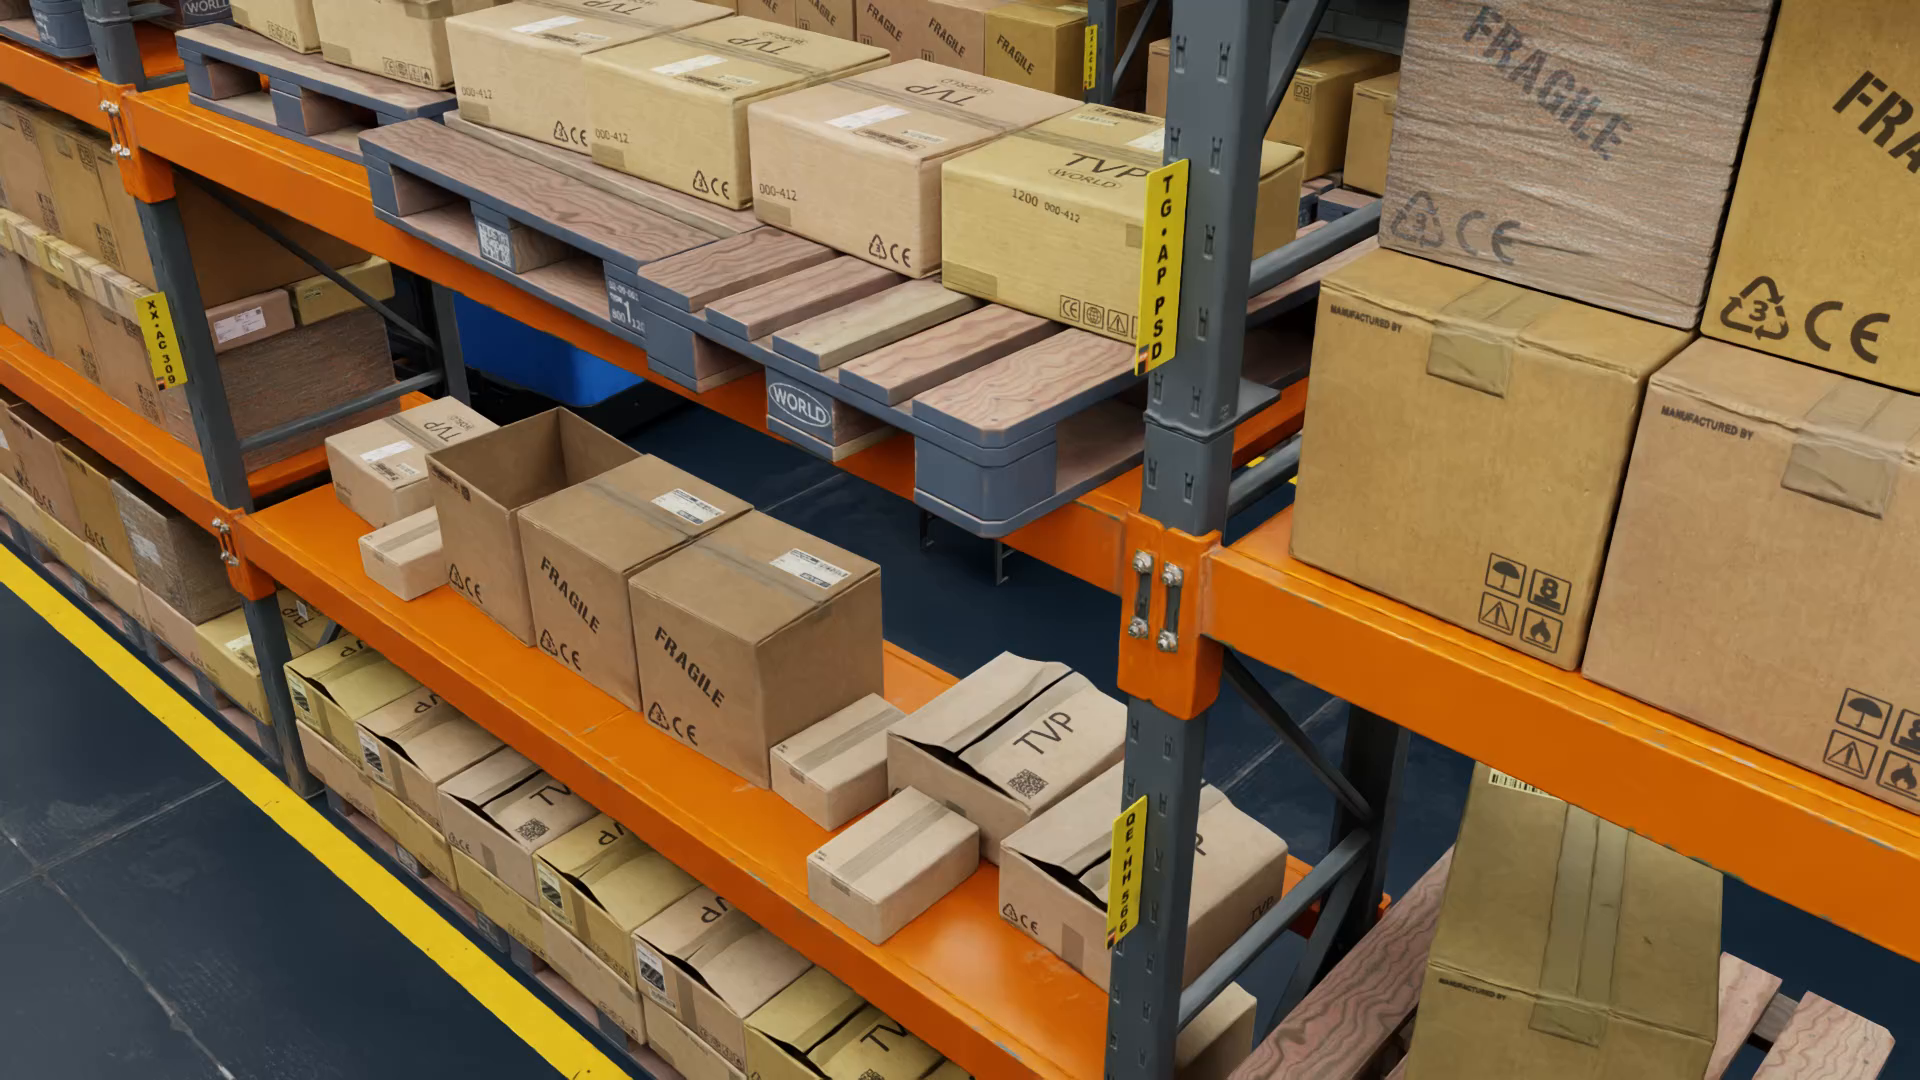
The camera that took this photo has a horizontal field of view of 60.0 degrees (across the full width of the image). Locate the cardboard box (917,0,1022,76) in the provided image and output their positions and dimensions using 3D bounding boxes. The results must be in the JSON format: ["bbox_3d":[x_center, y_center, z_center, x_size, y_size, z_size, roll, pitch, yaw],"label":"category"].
[{"bbox_3d":[0.110,-2.843,9.464,0.500,0.500,0.500,25,39,35],"label":"cardboard box"}]

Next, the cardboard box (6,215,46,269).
[{"bbox_3d":[-3.565,-1.239,6.675,0.250,0.149,0.380,26,40,36],"label":"cardboard box"}]

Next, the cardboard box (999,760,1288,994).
[{"bbox_3d":[0.446,0.814,4.077,0.500,0.311,0.500,-27,40,-37],"label":"cardboard box"}]

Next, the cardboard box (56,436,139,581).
[{"bbox_3d":[-3.506,-0.216,7.232,0.500,0.500,0.500,25,39,35],"label":"cardboard box"}]

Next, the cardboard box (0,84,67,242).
[{"bbox_3d":[-3.359,-1.564,6.585,0.500,0.500,0.700,25,39,35],"label":"cardboard box"}]

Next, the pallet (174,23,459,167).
[{"bbox_3d":[-1.617,-1.369,4.893,1.217,0.209,0.805,23,38,33],"label":"pallet"}]

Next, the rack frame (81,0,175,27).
[{"bbox_3d":[-2.280,-3.037,4.569,0.127,3.000,1.000,25,39,35],"label":"rack frame"}]

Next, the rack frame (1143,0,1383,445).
[{"bbox_3d":[0.686,-1.652,2.270,0.127,3.000,1.000,25,39,35],"label":"rack frame"}]

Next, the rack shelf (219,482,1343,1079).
[{"bbox_3d":[-0.797,0.534,5.152,4.000,0.370,1.077,25,39,35],"label":"rack shelf"}]

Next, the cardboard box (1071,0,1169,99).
[{"bbox_3d":[0.833,-2.870,9.508,0.500,0.500,0.500,24,38,34],"label":"cardboard box"}]

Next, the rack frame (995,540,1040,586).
[{"bbox_3d":[0.304,-0.758,7.473,0.015,2.100,0.400,25,39,35],"label":"rack frame"}]

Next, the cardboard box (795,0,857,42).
[{"bbox_3d":[-0.642,-3.202,10.059,0.500,0.500,0.500,26,40,36],"label":"cardboard box"}]

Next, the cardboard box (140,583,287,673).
[{"bbox_3d":[-3.134,0.278,7.139,0.500,0.250,0.500,25,39,35],"label":"cardboard box"}]

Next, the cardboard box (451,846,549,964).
[{"bbox_3d":[-1.383,1.122,5.737,0.500,0.250,0.500,24,38,34],"label":"cardboard box"}]

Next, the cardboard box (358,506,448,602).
[{"bbox_3d":[-1.760,0.026,5.542,0.250,0.149,0.380,25,39,35],"label":"cardboard box"}]

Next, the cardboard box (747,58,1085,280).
[{"bbox_3d":[-0.089,-0.793,3.489,0.500,0.250,0.500,26,40,36],"label":"cardboard box"}]

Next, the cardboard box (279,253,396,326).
[{"bbox_3d":[-2.349,-0.954,6.201,0.250,0.149,0.380,25,39,35],"label":"cardboard box"}]

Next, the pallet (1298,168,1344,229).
[{"bbox_3d":[1.511,-1.960,8.783,1.213,0.211,1.003,25,39,35],"label":"pallet"}]

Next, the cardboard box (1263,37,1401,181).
[{"bbox_3d":[1.806,-2.208,8.486,0.700,0.500,0.500,-25,39,-35],"label":"cardboard box"}]

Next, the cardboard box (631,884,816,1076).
[{"bbox_3d":[-0.630,1.236,5.004,0.500,0.311,0.500,25,39,35],"label":"cardboard box"}]

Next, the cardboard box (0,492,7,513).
[{"bbox_3d":[-4.624,-0.410,8.282,0.500,0.250,0.500,25,39,35],"label":"cardboard box"}]

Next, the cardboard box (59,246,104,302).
[{"bbox_3d":[-3.198,-1.066,6.386,0.250,0.149,0.380,25,39,35],"label":"cardboard box"}]

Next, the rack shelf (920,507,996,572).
[{"bbox_3d":[0.123,-0.231,7.981,0.480,0.518,0.431,25,39,35],"label":"rack shelf"}]

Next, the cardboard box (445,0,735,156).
[{"bbox_3d":[-0.903,-1.182,4.135,0.500,0.250,0.500,21,37,31],"label":"cardboard box"}]

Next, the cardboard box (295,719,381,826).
[{"bbox_3d":[-2.147,0.766,6.328,0.500,0.250,0.500,24,38,34],"label":"cardboard box"}]

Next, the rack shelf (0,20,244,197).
[{"bbox_3d":[-3.763,-2.135,6.678,4.000,0.370,1.077,25,39,35],"label":"rack shelf"}]

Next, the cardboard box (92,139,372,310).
[{"bbox_3d":[-2.613,-1.216,6.007,0.500,0.500,0.700,25,39,35],"label":"cardboard box"}]

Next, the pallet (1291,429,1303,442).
[{"bbox_3d":[2.529,-0.476,8.836,1.213,0.211,1.003,25,39,35],"label":"pallet"}]

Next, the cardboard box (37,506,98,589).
[{"bbox_3d":[-3.886,-0.062,7.704,0.500,0.250,0.500,25,39,35],"label":"cardboard box"}]

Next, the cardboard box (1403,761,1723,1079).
[{"bbox_3d":[1.229,0.870,3.392,0.500,0.500,0.700,12,33,19],"label":"cardboard box"}]

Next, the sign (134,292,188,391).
[{"bbox_3d":[-2.651,-0.658,5.519,0.005,0.325,0.100,25,39,35],"label":"sign"}]

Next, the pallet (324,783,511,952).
[{"bbox_3d":[-1.707,0.968,6.437,1.213,0.211,1.003,25,39,35],"label":"pallet"}]

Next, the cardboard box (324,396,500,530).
[{"bbox_3d":[-1.885,-0.248,5.900,0.500,0.250,0.500,-27,40,-37],"label":"cardboard box"}]

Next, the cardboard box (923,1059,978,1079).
[{"bbox_3d":[0.132,1.589,4.418,0.500,0.311,0.500,26,40,36],"label":"cardboard box"}]

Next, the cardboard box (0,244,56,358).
[{"bbox_3d":[-3.758,-1.192,7.225,0.500,0.500,0.700,26,40,36],"label":"cardboard box"}]

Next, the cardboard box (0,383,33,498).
[{"bbox_3d":[-4.246,-0.563,7.808,0.500,0.500,0.500,25,39,35],"label":"cardboard box"}]

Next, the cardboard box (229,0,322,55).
[{"bbox_3d":[-1.829,-1.650,4.913,0.500,0.250,0.500,-25,39,-35],"label":"cardboard box"}]

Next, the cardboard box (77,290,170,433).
[{"bbox_3d":[-3.008,-0.840,6.641,0.500,0.500,0.700,25,39,35],"label":"cardboard box"}]

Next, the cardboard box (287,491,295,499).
[{"bbox_3d":[-2.789,-0.240,7.272,0.500,0.500,0.500,25,39,35],"label":"cardboard box"}]

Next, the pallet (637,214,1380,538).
[{"bbox_3d":[0.123,-0.487,3.425,1.003,0.211,1.213,27,40,37],"label":"pallet"}]

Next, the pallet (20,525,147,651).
[{"bbox_3d":[-3.750,0.015,8.021,1.213,0.211,1.003,25,39,35],"label":"pallet"}]

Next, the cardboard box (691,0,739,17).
[{"bbox_3d":[-1.412,-3.557,10.649,0.500,0.500,0.500,25,39,35],"label":"cardboard box"}]

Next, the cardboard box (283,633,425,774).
[{"bbox_3d":[-2.140,0.530,6.177,0.500,0.311,0.500,25,39,35],"label":"cardboard box"}]

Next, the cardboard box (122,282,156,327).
[{"bbox_3d":[-2.807,-0.886,6.087,0.250,0.149,0.380,24,39,34],"label":"cardboard box"}]

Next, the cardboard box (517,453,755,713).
[{"bbox_3d":[-0.959,0.118,5.048,0.500,0.500,0.500,25,39,35],"label":"cardboard box"}]

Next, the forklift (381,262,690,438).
[{"bbox_3d":[-2.896,-2.351,9.313,3.031,2.935,1.130,21,37,30],"label":"forklift"}]

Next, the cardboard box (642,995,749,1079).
[{"bbox_3d":[-0.623,1.475,5.150,0.500,0.250,0.500,26,40,36],"label":"cardboard box"}]

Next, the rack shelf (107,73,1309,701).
[{"bbox_3d":[-0.797,-0.751,4.379,4.000,0.370,1.077,25,39,35],"label":"rack shelf"}]

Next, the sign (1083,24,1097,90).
[{"bbox_3d":[0.683,-2.523,8.693,0.005,0.325,0.100,25,39,35],"label":"sign"}]

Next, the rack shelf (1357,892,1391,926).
[{"bbox_3d":[2.169,1.918,2.853,4.000,0.370,1.077,25,39,35],"label":"rack shelf"}]

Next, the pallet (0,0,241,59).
[{"bbox_3d":[-2.929,-1.999,5.840,1.213,0.211,1.003,25,39,35],"label":"pallet"}]

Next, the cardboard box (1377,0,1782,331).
[{"bbox_3d":[1.005,-0.685,2.505,0.500,0.500,0.500,25,39,35],"label":"cardboard box"}]

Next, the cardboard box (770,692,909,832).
[{"bbox_3d":[-0.297,0.606,4.579,0.380,0.149,0.250,-26,40,-36],"label":"cardboard box"}]

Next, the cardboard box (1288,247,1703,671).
[{"bbox_3d":[1.032,-0.272,2.788,0.500,0.500,0.910,25,39,35],"label":"cardboard box"}]

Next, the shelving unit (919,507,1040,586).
[{"bbox_3d":[0.123,-0.842,7.613,0.503,2.100,0.431,25,39,35],"label":"shelving unit"}]

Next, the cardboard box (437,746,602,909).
[{"bbox_3d":[-1.388,0.884,5.589,0.500,0.311,0.500,24,38,34],"label":"cardboard box"}]
